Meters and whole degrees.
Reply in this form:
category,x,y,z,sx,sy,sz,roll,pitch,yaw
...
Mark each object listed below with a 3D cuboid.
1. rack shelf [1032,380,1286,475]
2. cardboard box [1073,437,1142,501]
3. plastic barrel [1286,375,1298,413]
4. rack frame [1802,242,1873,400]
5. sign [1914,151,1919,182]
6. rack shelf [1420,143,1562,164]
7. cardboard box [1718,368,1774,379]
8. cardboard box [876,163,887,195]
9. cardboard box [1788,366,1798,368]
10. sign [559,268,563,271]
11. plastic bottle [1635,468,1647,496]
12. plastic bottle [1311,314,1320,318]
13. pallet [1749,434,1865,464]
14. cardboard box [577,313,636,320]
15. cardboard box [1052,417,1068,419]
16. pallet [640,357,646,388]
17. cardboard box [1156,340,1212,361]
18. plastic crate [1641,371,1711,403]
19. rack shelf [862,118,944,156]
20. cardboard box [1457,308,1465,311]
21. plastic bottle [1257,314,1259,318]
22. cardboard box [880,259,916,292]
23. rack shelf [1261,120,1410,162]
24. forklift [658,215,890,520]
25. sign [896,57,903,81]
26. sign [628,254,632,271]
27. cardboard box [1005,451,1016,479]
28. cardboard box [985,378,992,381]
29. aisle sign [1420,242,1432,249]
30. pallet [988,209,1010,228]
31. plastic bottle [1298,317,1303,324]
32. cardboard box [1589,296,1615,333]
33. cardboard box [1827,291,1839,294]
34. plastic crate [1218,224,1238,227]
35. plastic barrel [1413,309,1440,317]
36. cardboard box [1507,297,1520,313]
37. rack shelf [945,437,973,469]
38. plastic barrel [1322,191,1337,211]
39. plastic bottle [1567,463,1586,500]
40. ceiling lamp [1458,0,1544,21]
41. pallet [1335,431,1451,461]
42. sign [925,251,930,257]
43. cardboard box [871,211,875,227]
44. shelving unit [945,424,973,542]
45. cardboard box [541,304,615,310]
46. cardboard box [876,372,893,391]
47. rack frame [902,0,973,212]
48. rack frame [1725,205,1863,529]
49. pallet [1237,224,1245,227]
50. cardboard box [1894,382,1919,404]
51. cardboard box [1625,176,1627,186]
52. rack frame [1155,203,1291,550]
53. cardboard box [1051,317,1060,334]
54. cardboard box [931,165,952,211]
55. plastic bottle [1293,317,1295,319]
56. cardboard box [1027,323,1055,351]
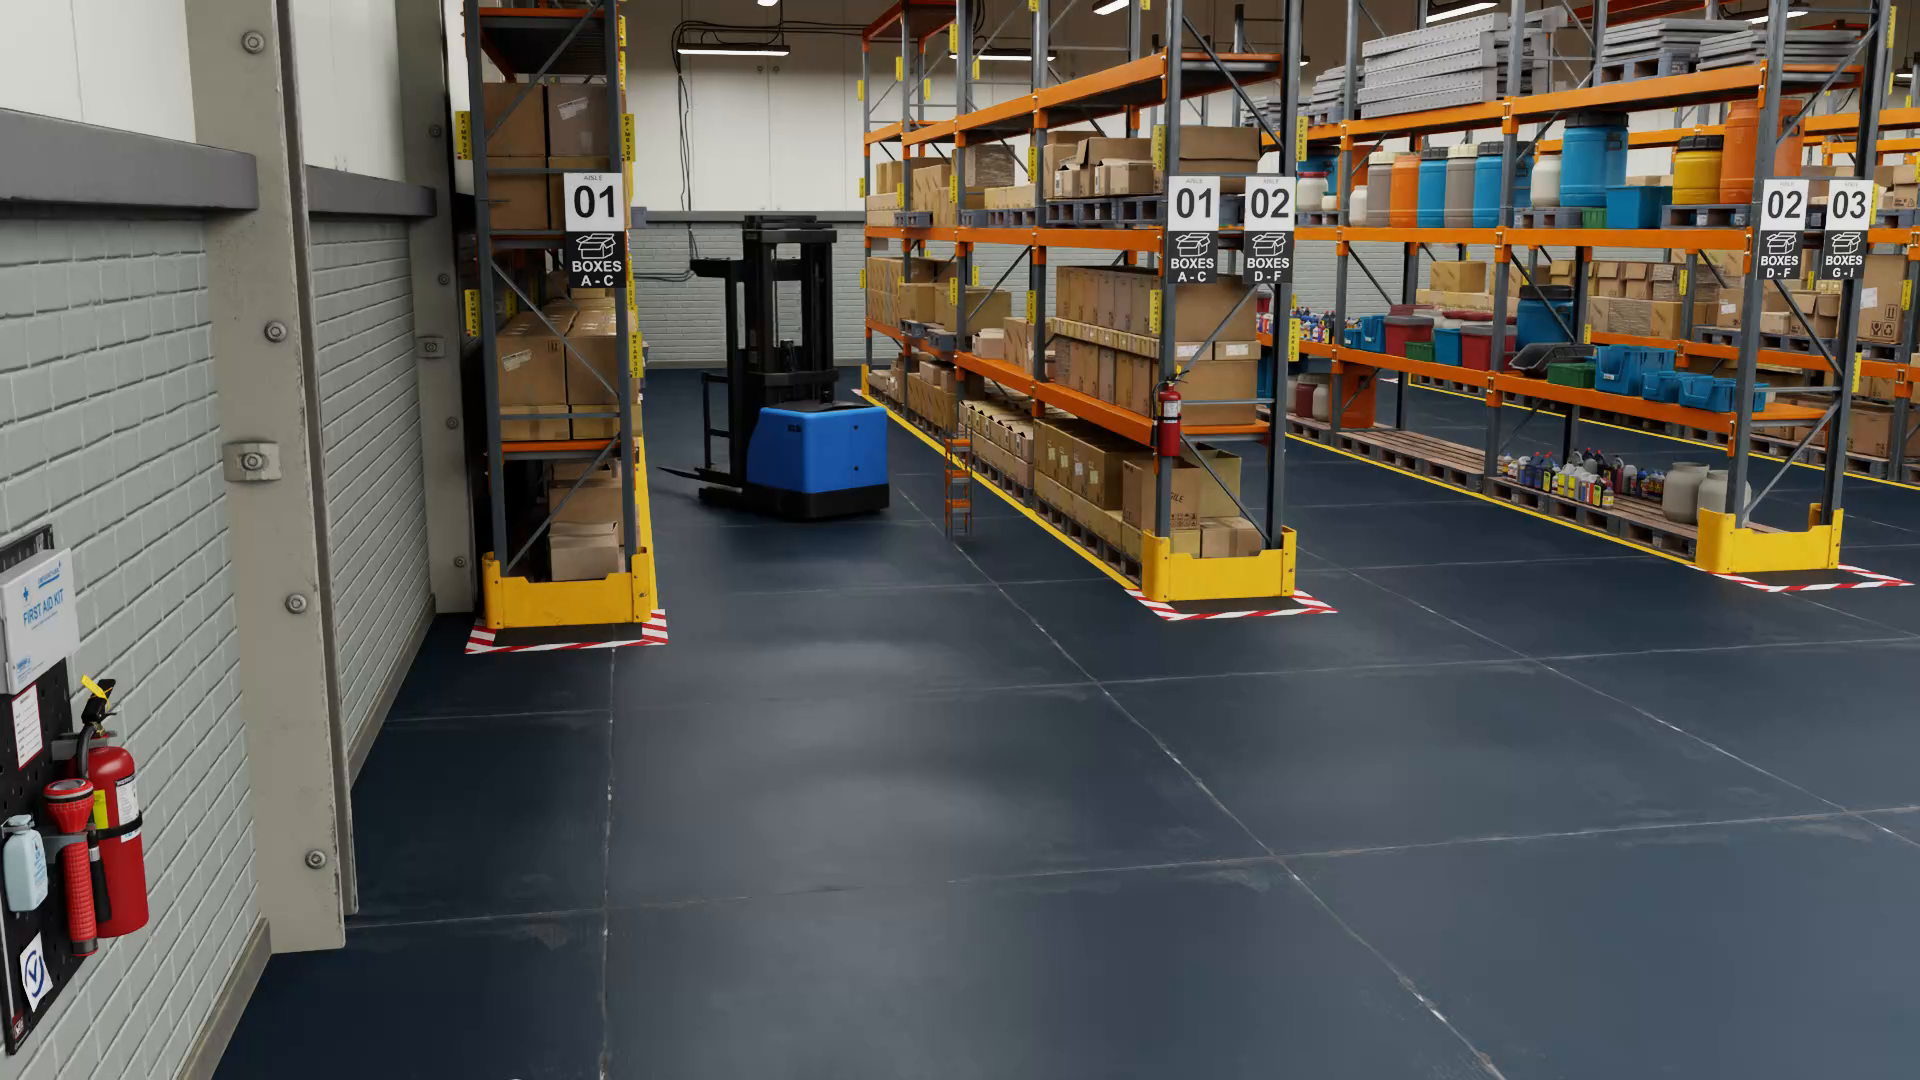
category,x,y,z,sx,sy,sz,roll,pitch,yaw
rack shelf,1.626,-1.068,14.762,1.077,0.370,4.000,-2,11,-11
cardboard box,1.314,-0.640,14.818,0.500,0.500,0.500,-2,11,-11
plastic barrel,4.789,-2.082,23.696,0.421,0.512,0.421,0,11,0
rack frame,14.284,-3.777,27.070,1.000,3.000,0.127,-2,11,-11
sign,10.411,-4.048,18.036,0.100,0.325,0.005,-2,11,-11
rack shelf,9.010,-6.379,27.691,1.077,0.370,4.000,-2,11,-11
cardboard box,10.337,-2.116,21.848,0.500,0.250,0.500,-2,11,-9
cardboard box,-0.967,-5.814,26.812,0.700,0.500,0.500,-2,11,-11
cardboard box,13.959,-2.931,27.535,0.380,0.149,0.250,-2,11,-9
sign,-6.501,-4.253,27.046,0.100,0.325,0.005,-2,11,-11
plastic bottle,6.702,-0.572,16.353,0.097,0.271,0.097,0,11,0
plastic bottle,5.130,-3.129,23.999,0.152,0.276,0.135,-2,11,-11
pallet,10.561,-1.145,20.700,1.003,0.211,1.213,-2,11,-11
cardboard box,-3.123,-1.745,14.737,0.500,0.500,0.500,-2,11,-11
cardboard box,1.207,-1.191,18.215,0.500,0.311,0.500,-2,11,-13
pallet,-3.627,-1.658,16.454,1.003,0.211,1.213,-2,11,-11
cardboard box,1.754,-1.485,13.029,0.380,0.149,0.250,-2,11,-12
plastic crate,6.363,-1.361,14.776,0.499,0.251,0.408,-2,11,-11
rack shelf,-0.708,-6.214,25.765,1.077,0.370,4.000,-2,11,-11
cardboard box,8.667,-3.866,28.211,0.380,0.149,0.250,-2,11,-12
plastic bottle,4.324,-3.183,24.297,0.097,0.271,0.097,0,11,0
cardboard box,-0.968,-4.158,26.130,0.500,0.500,0.500,-2,11,-12
rack shelf,4.929,-5.465,22.890,1.077,0.370,4.000,-2,11,-11
forklift,-2.059,-1.848,17.123,1.130,2.935,3.031,-9,14,-41
sign,-0.855,-6.684,23.589,0.100,0.325,0.005,-2,11,-11
sign,-5.420,-4.510,27.195,0.100,0.325,0.005,-2,11,-11
cardboard box,0.775,-0.802,17.672,0.500,0.250,0.500,-2,11,-12
cardboard box,0.243,-1.980,23.141,0.500,0.500,0.500,-2,11,-10
aisle sign,8.313,-5.628,29.843,0.394,0.787,0.004,-2,11,-11
pallet,0.899,-3.576,18.500,1.003,0.211,1.213,-2,11,-8
plastic bottle,4.704,-2.951,23.045,0.061,0.283,0.133,-2,11,-11
cardboard box,9.544,-3.292,24.256,0.500,0.500,0.500,-2,11,-10
cardboard box,13.962,-3.869,26.310,0.380,0.149,0.250,-2,11,-12
plastic crate,4.162,-4.871,25.363,0.450,0.188,0.662,-2,11,-11
plastic barrel,5.728,-2.575,20.458,0.421,0.512,0.421,0,11,0
cardboard box,9.056,-3.759,26.581,0.500,0.250,0.500,-2,11,-12
rack shelf,-0.010,-0.794,15.152,0.215,0.259,0.240,-2,11,-11
plastic barrel,4.966,-4.504,22.117,0.301,0.262,0.301,0,11,0
plastic bottle,6.002,-0.572,16.143,0.144,0.351,0.185,-2,11,-9
ceiling lamp,10.586,-10.748,32.038,2.000,3.185,0.800,-2,11,-11
pallet,5.431,-1.188,20.926,1.003,0.211,1.213,-2,11,-11
sign,-0.549,-4.729,28.134,0.100,0.325,0.005,-2,11,-11
cardboard box,-1.162,-5.193,26.891,0.500,0.250,0.500,-2,11,-11
shelving unit,-0.010,-0.526,15.203,0.215,1.050,0.252,-2,11,-11
cardboard box,-3.947,-2.189,17.287,0.700,0.500,0.500,-1,11,-3
cardboard box,-1.075,-2.561,26.859,0.500,0.250,0.500,-2,11,-11
rack frame,-0.319,-6.202,23.770,1.000,3.000,0.127,-2,11,-11
rack frame,6.874,-1.234,13.710,1.000,3.000,0.127,-2,11,-11
pallet,4.789,-4.675,24.274,1.213,0.211,1.003,-2,11,-11
cardboard box,14.461,-2.324,25.002,0.500,0.500,0.500,-3,11,-14
cardboard box,9.759,-4.986,24.000,0.797,0.503,0.637,-2,11,-12
rack frame,2.015,-1.054,12.767,1.000,3.000,0.127,-2,11,-11
cardboard box,1.099,-2.099,16.256,0.380,0.149,0.250,-2,11,-11
cardboard box,-0.031,-4.694,22.208,0.600,0.600,0.600,-3,11,-13
plastic bottle,4.599,-2.912,22.840,0.061,0.283,0.133,-2,11,-11
cardboard box,1.001,-2.075,17.863,0.500,0.500,0.500,-1,11,-7
